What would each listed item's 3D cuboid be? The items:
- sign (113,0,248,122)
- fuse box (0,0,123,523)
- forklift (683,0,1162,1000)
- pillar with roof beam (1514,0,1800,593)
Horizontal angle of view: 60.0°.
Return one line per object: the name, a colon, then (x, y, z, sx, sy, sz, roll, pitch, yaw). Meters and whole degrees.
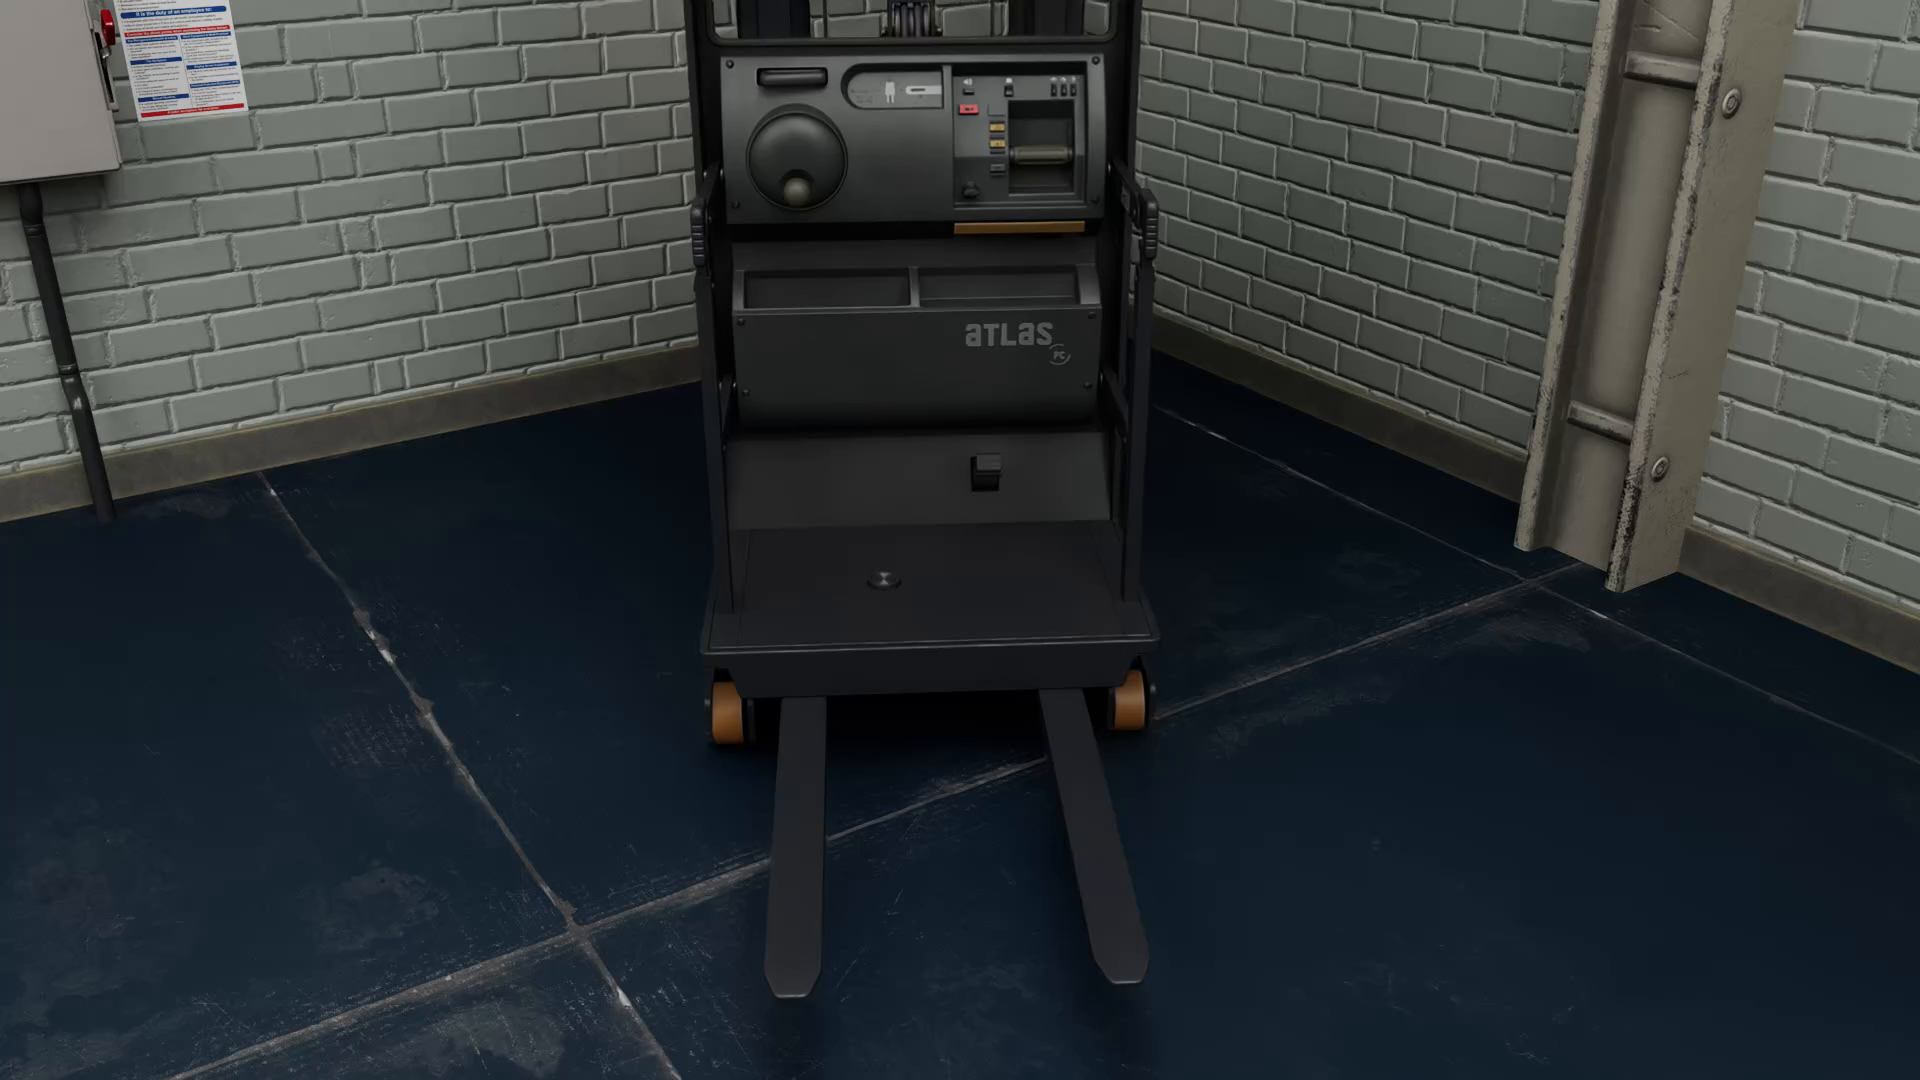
sign: (-2.429, -1.567, 5.168, 0.329, 0.494, 0.001, -16, 29, -30)
fuse box: (-2.729, -0.839, 5.022, 0.539, 1.711, 0.414, -16, 29, -30)
forklift: (-0.094, -0.955, 3.840, 1.130, 2.935, 3.031, -2, 25, -3)
pillar with roof beam: (-1.638, -3.015, 1.095, 9.100, 9.000, 0.400, -16, 29, -30)
